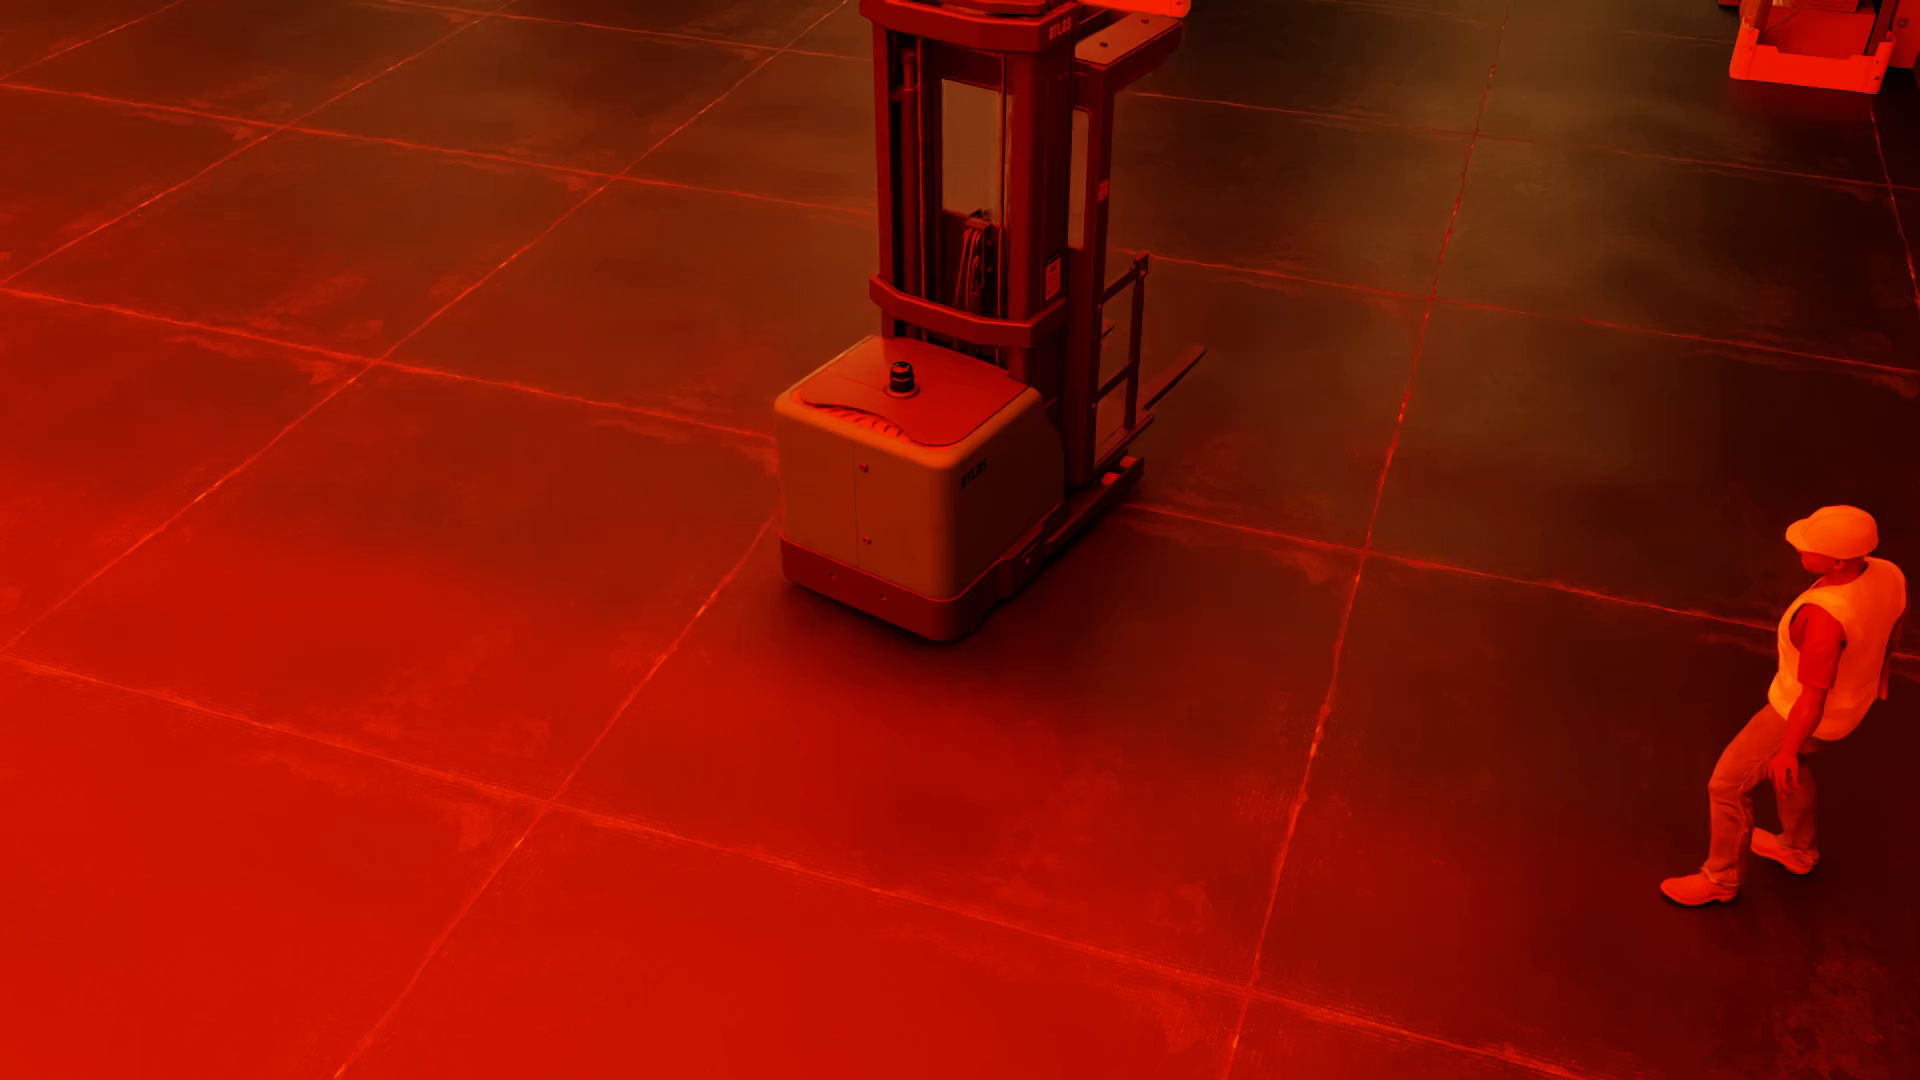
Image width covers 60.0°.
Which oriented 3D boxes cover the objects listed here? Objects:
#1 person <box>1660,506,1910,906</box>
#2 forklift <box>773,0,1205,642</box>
[{"bbox_3d":[3.201,0.607,6.306,0.890,1.731,0.470,-28,44,-33],"label":"person"},{"bbox_3d":[0.345,-1.531,8.270,1.130,2.935,3.031,21,40,27],"label":"forklift"}]
